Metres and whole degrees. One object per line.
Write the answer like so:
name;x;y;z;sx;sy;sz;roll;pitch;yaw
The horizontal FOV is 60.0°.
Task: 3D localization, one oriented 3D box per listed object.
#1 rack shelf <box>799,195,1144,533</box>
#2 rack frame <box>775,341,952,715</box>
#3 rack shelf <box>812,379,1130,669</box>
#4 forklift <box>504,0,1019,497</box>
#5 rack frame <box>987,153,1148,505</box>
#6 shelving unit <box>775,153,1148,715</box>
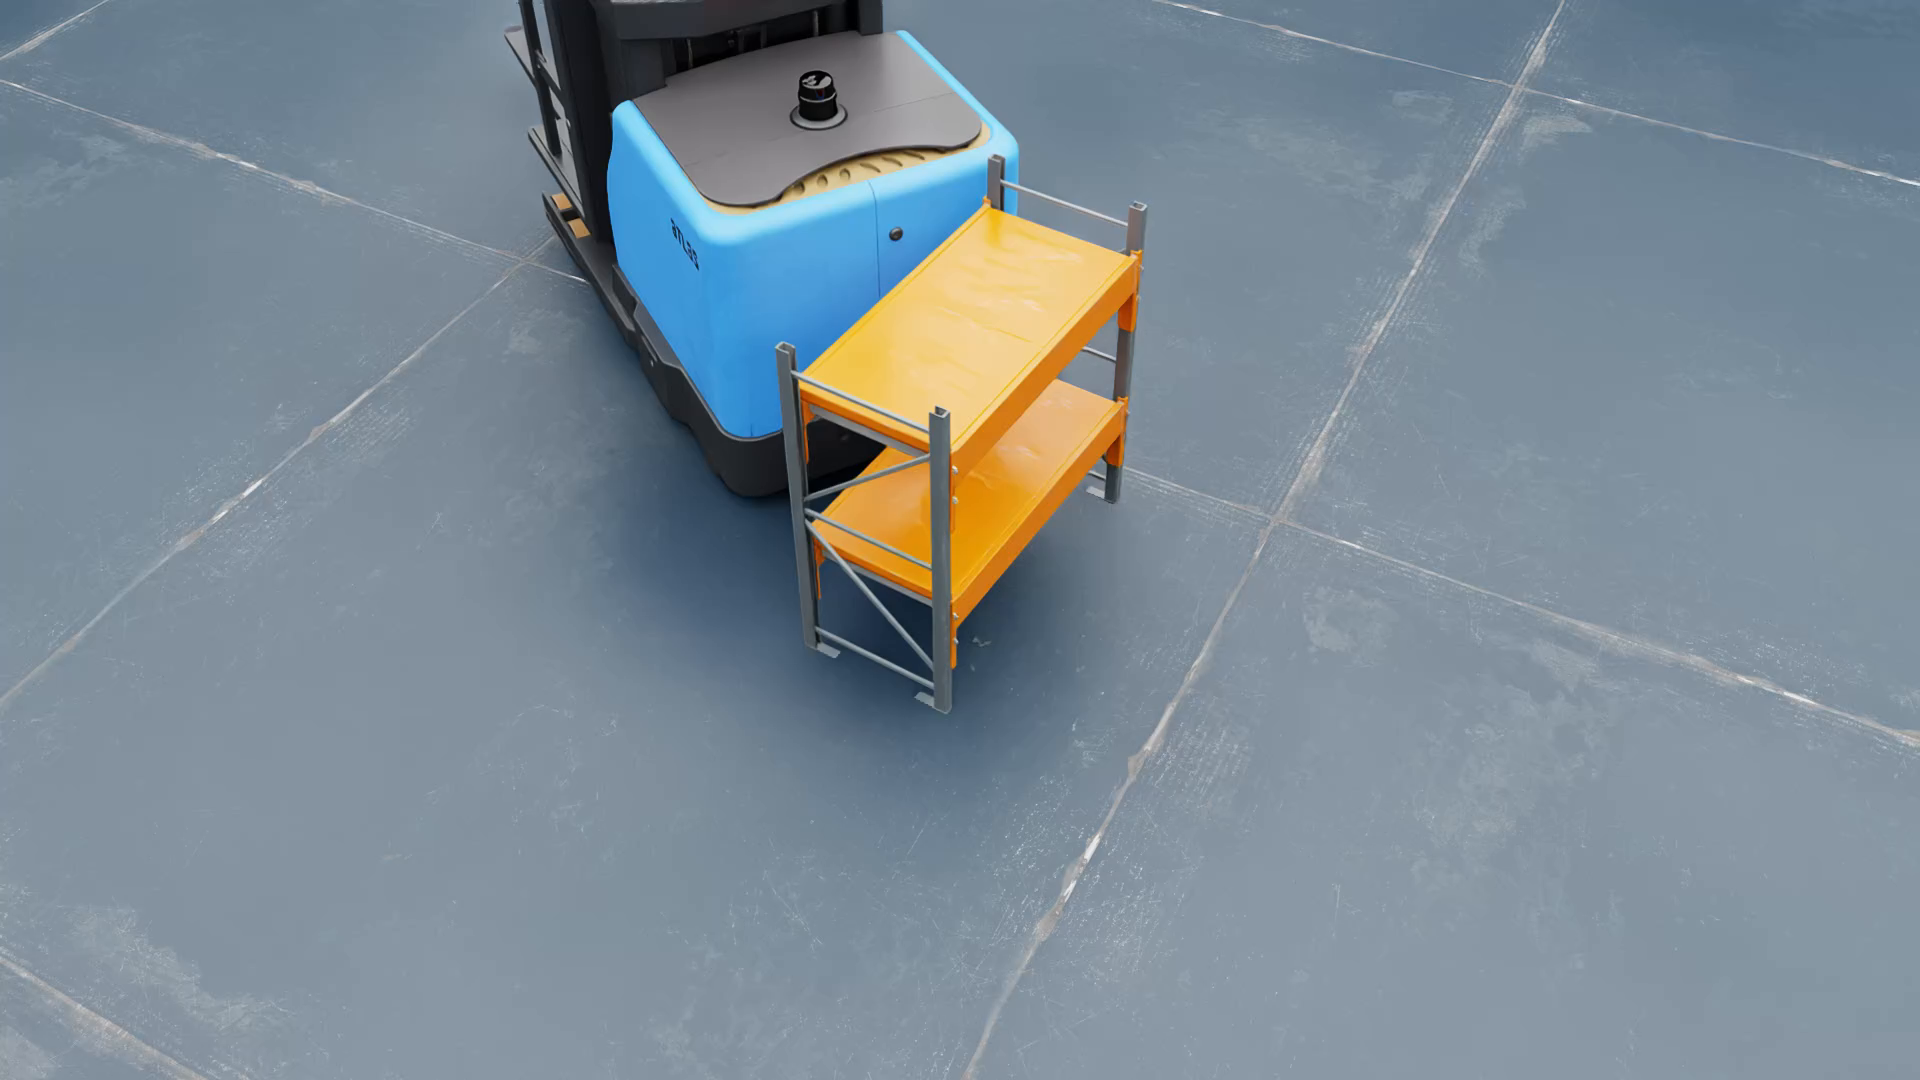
rack shelf;0.028;-0.510;4.552;0.538;0.278;1.000;24;50;22
rack frame;-0.242;0.002;4.458;0.500;1.125;0.032;24;50;22
rack shelf;0.028;-0.133;4.934;0.538;0.278;1.000;24;50;22
forklift;-0.940;-2.216;5.380;1.130;2.935;3.031;-21;49;-19
rack frame;0.298;-0.611;5.063;0.500;1.125;0.032;24;50;22
shelving unit;0.028;-0.305;4.760;0.538;1.125;1.048;24;50;22
